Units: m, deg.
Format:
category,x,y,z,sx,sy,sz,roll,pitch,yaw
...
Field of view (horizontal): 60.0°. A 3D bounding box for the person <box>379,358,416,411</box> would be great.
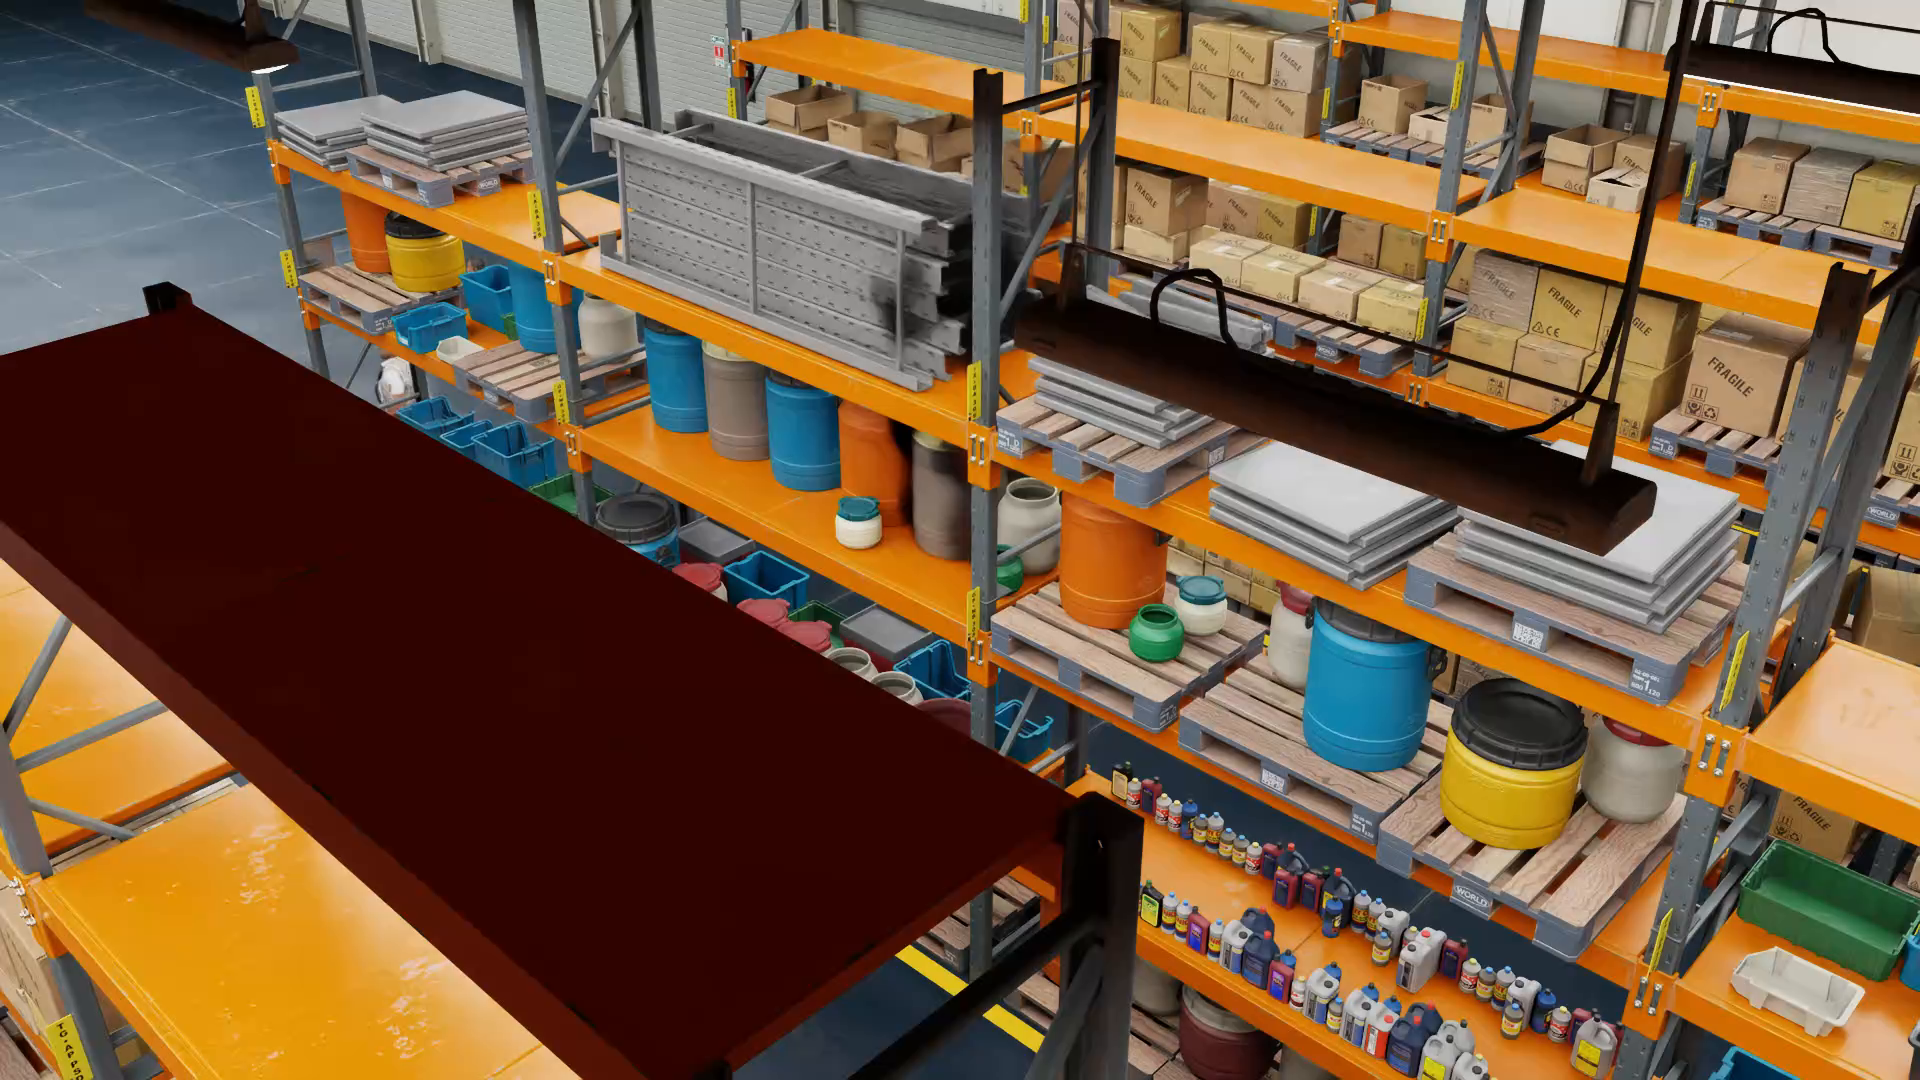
category,x,y,z,sx,sy,sz,roll,pitch,yaw
person,-5.593,-1.250,16.964,0.703,1.478,0.621,0,29,0
